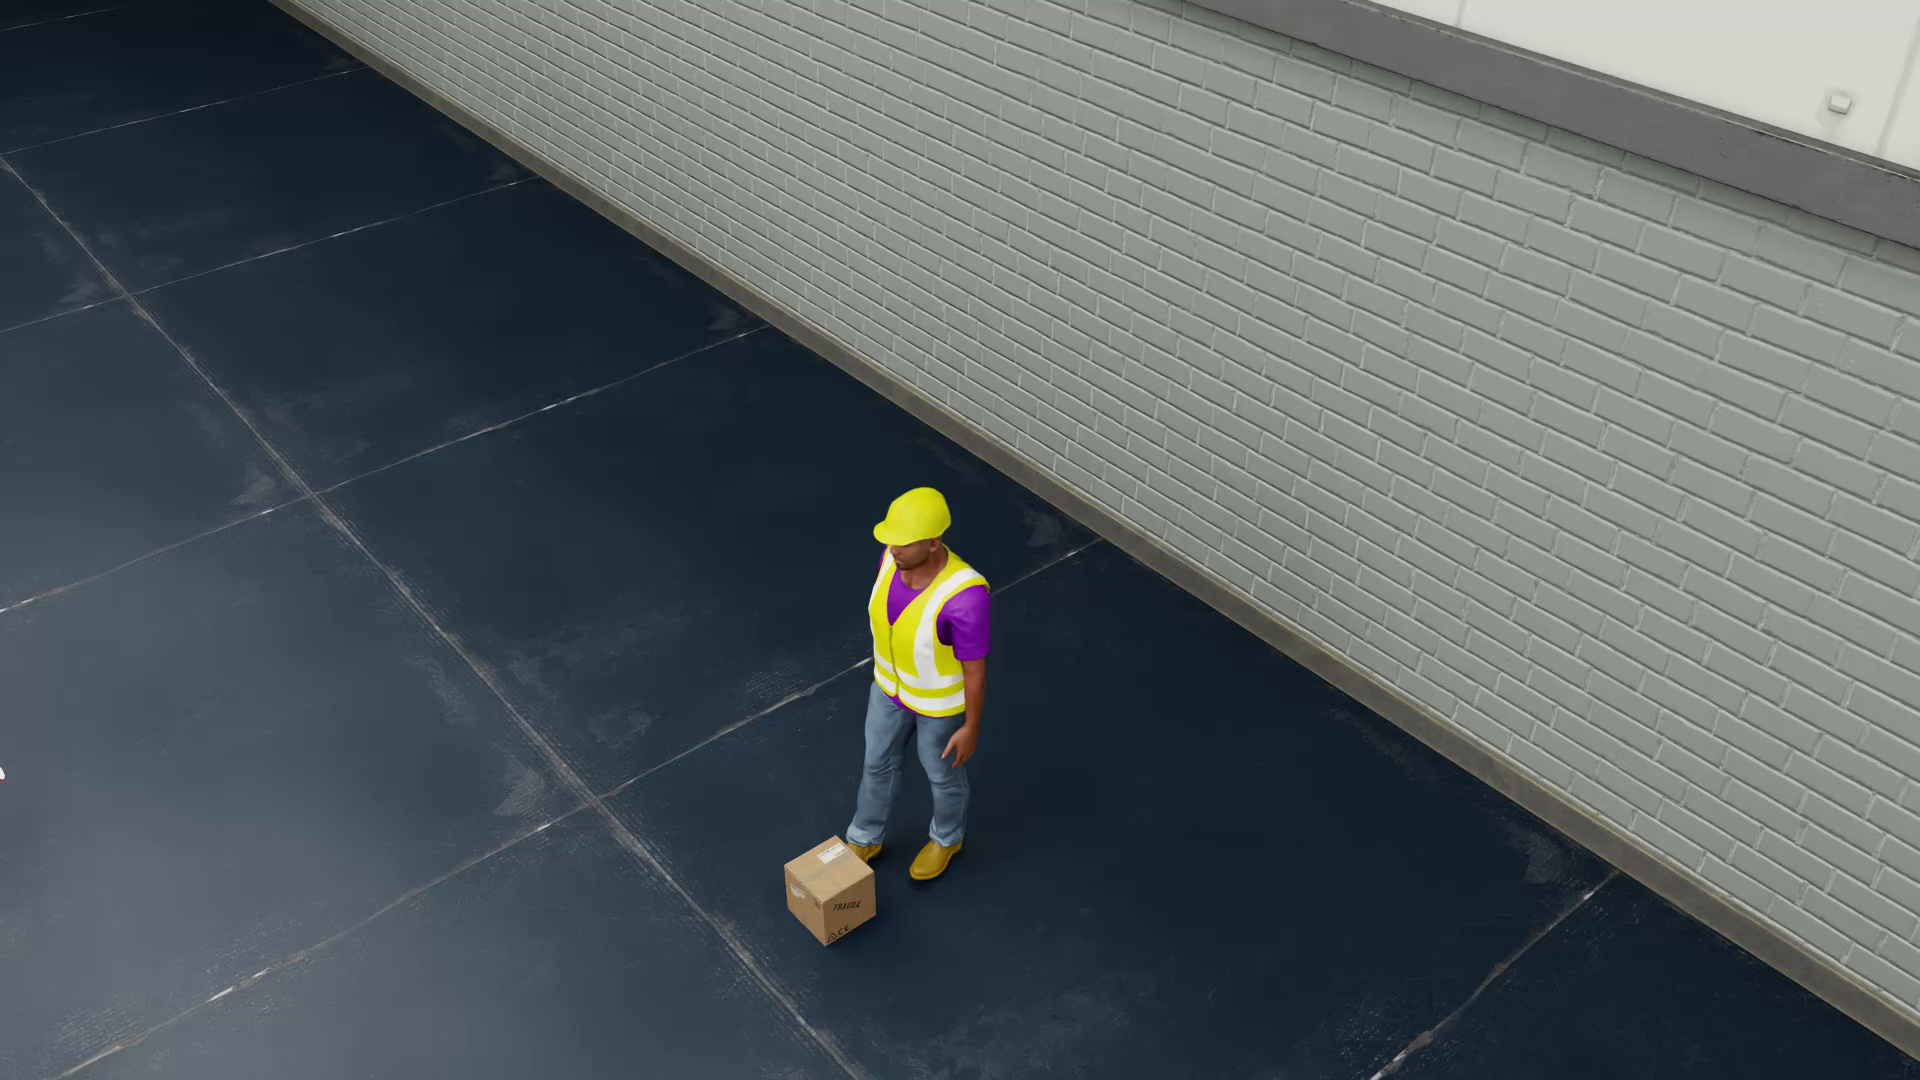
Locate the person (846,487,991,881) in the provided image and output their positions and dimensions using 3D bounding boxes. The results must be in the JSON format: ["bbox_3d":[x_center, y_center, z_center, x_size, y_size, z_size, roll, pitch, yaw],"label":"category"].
[{"bbox_3d":[-0.204,0.616,6.191,0.591,1.764,0.594,29,45,34],"label":"person"}]
